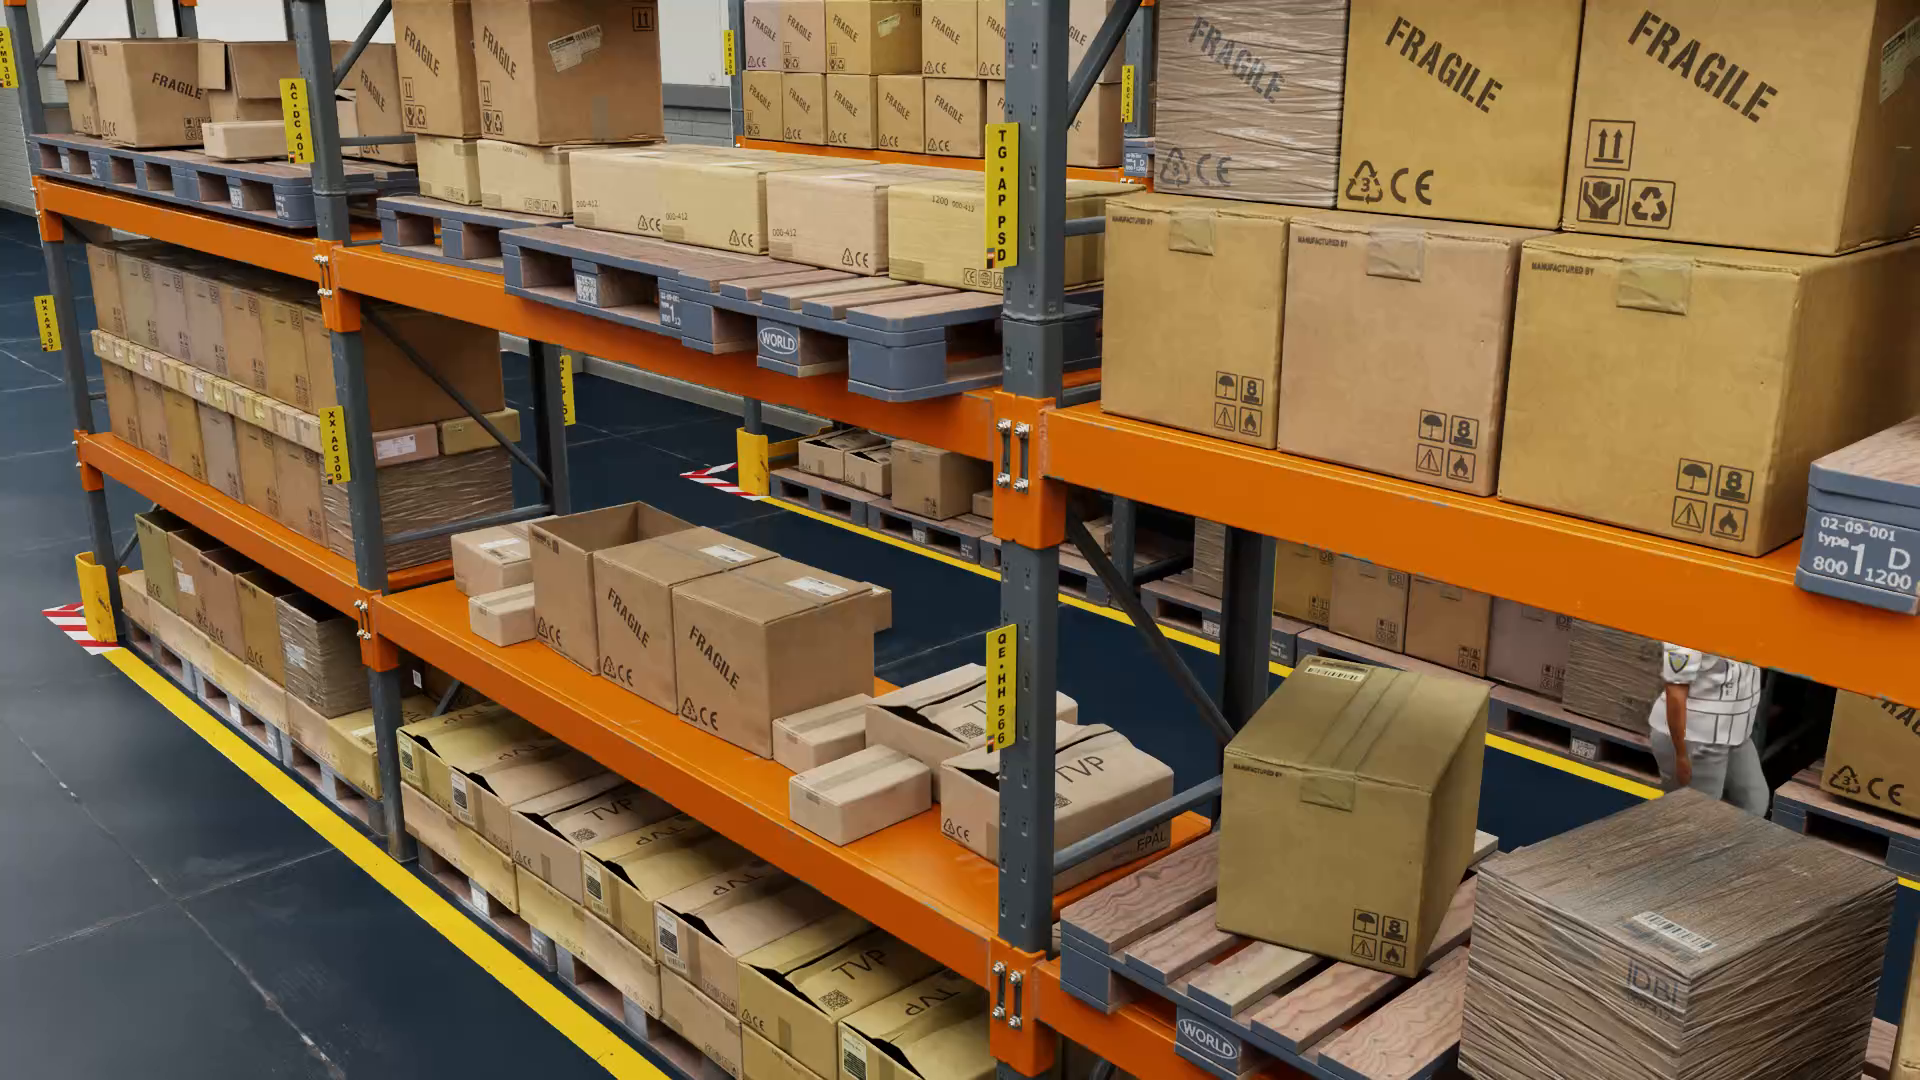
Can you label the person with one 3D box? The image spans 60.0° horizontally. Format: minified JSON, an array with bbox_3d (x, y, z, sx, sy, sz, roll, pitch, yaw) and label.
[{"bbox_3d":[3.072,0.815,6.874,0.484,1.655,0.501,16,23,41],"label":"person"}]
